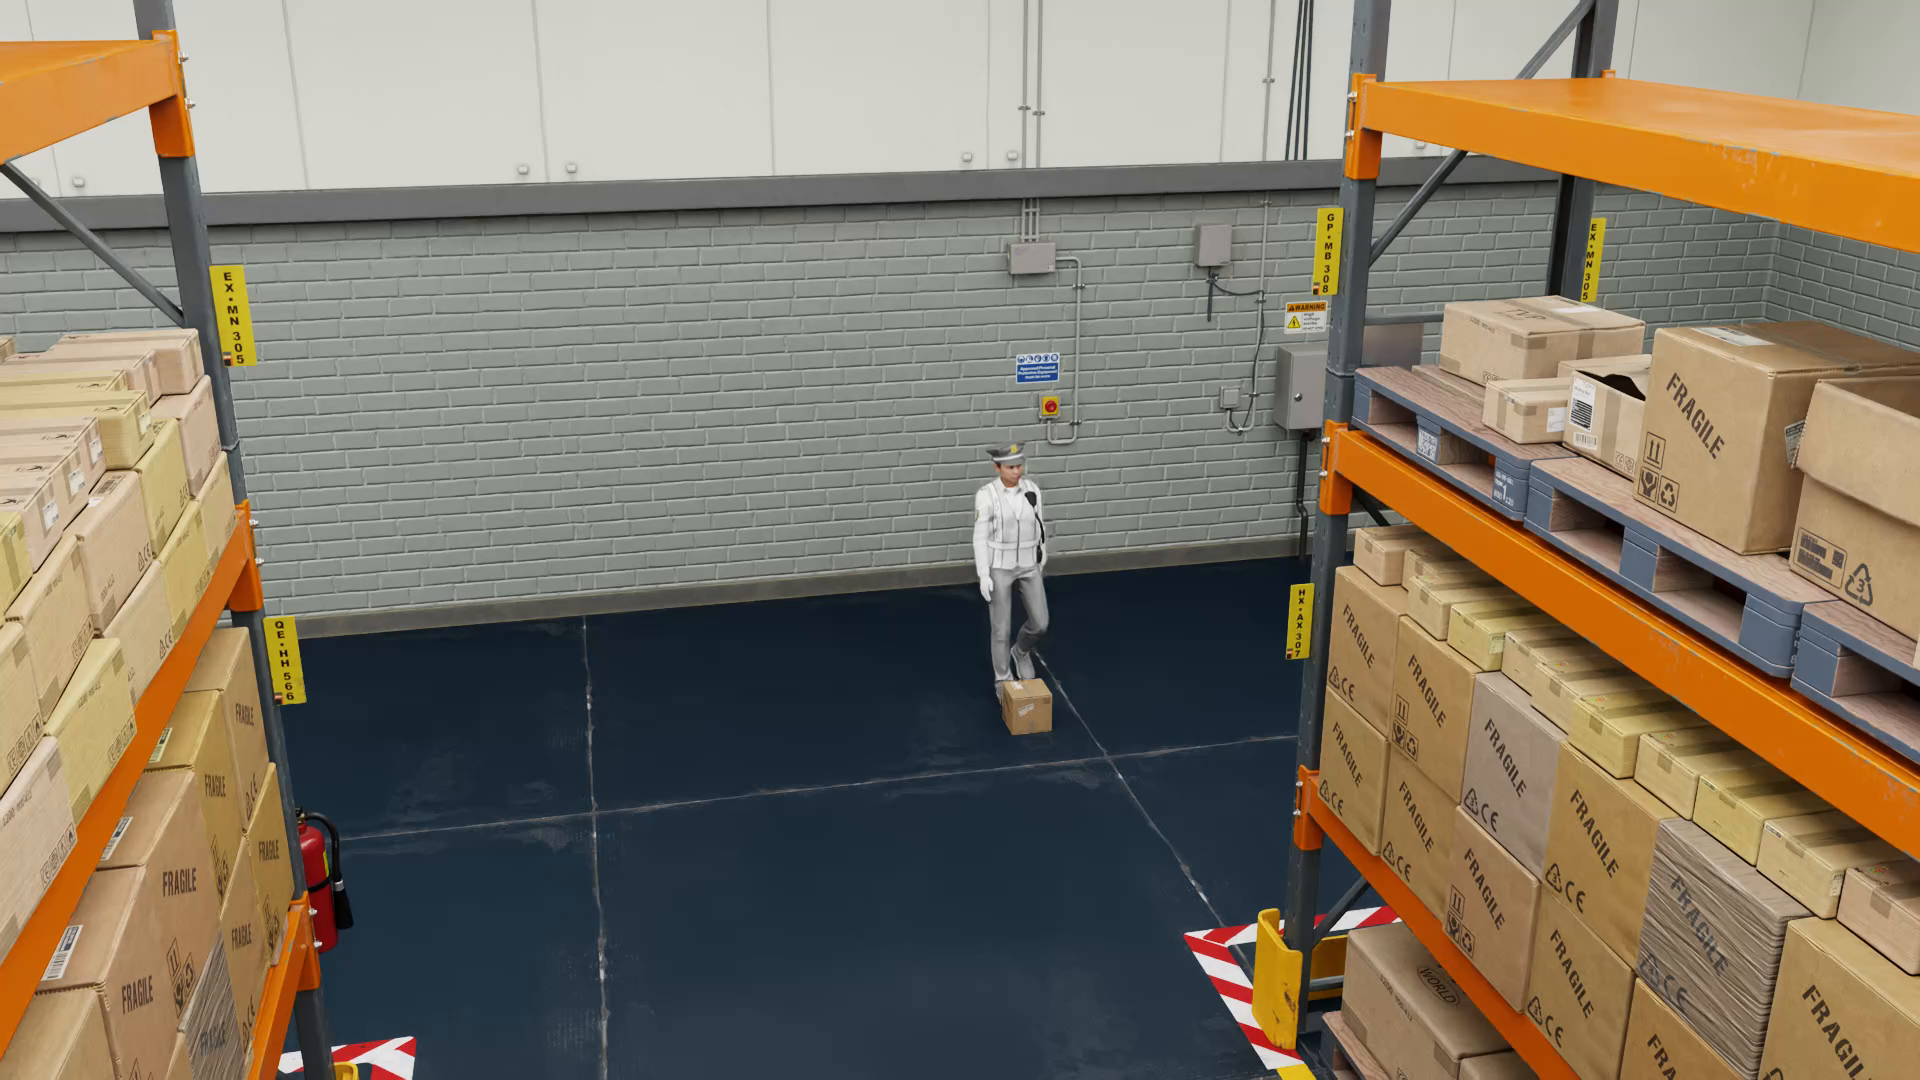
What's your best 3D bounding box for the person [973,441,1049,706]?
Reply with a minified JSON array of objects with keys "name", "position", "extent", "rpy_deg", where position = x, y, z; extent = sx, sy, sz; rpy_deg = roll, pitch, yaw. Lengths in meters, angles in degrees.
[{"name":"person","position":[0.332,0.191,10.447],"extent":[0.502,1.672,0.554],"rpy_deg":[-6,21,-17]}]
